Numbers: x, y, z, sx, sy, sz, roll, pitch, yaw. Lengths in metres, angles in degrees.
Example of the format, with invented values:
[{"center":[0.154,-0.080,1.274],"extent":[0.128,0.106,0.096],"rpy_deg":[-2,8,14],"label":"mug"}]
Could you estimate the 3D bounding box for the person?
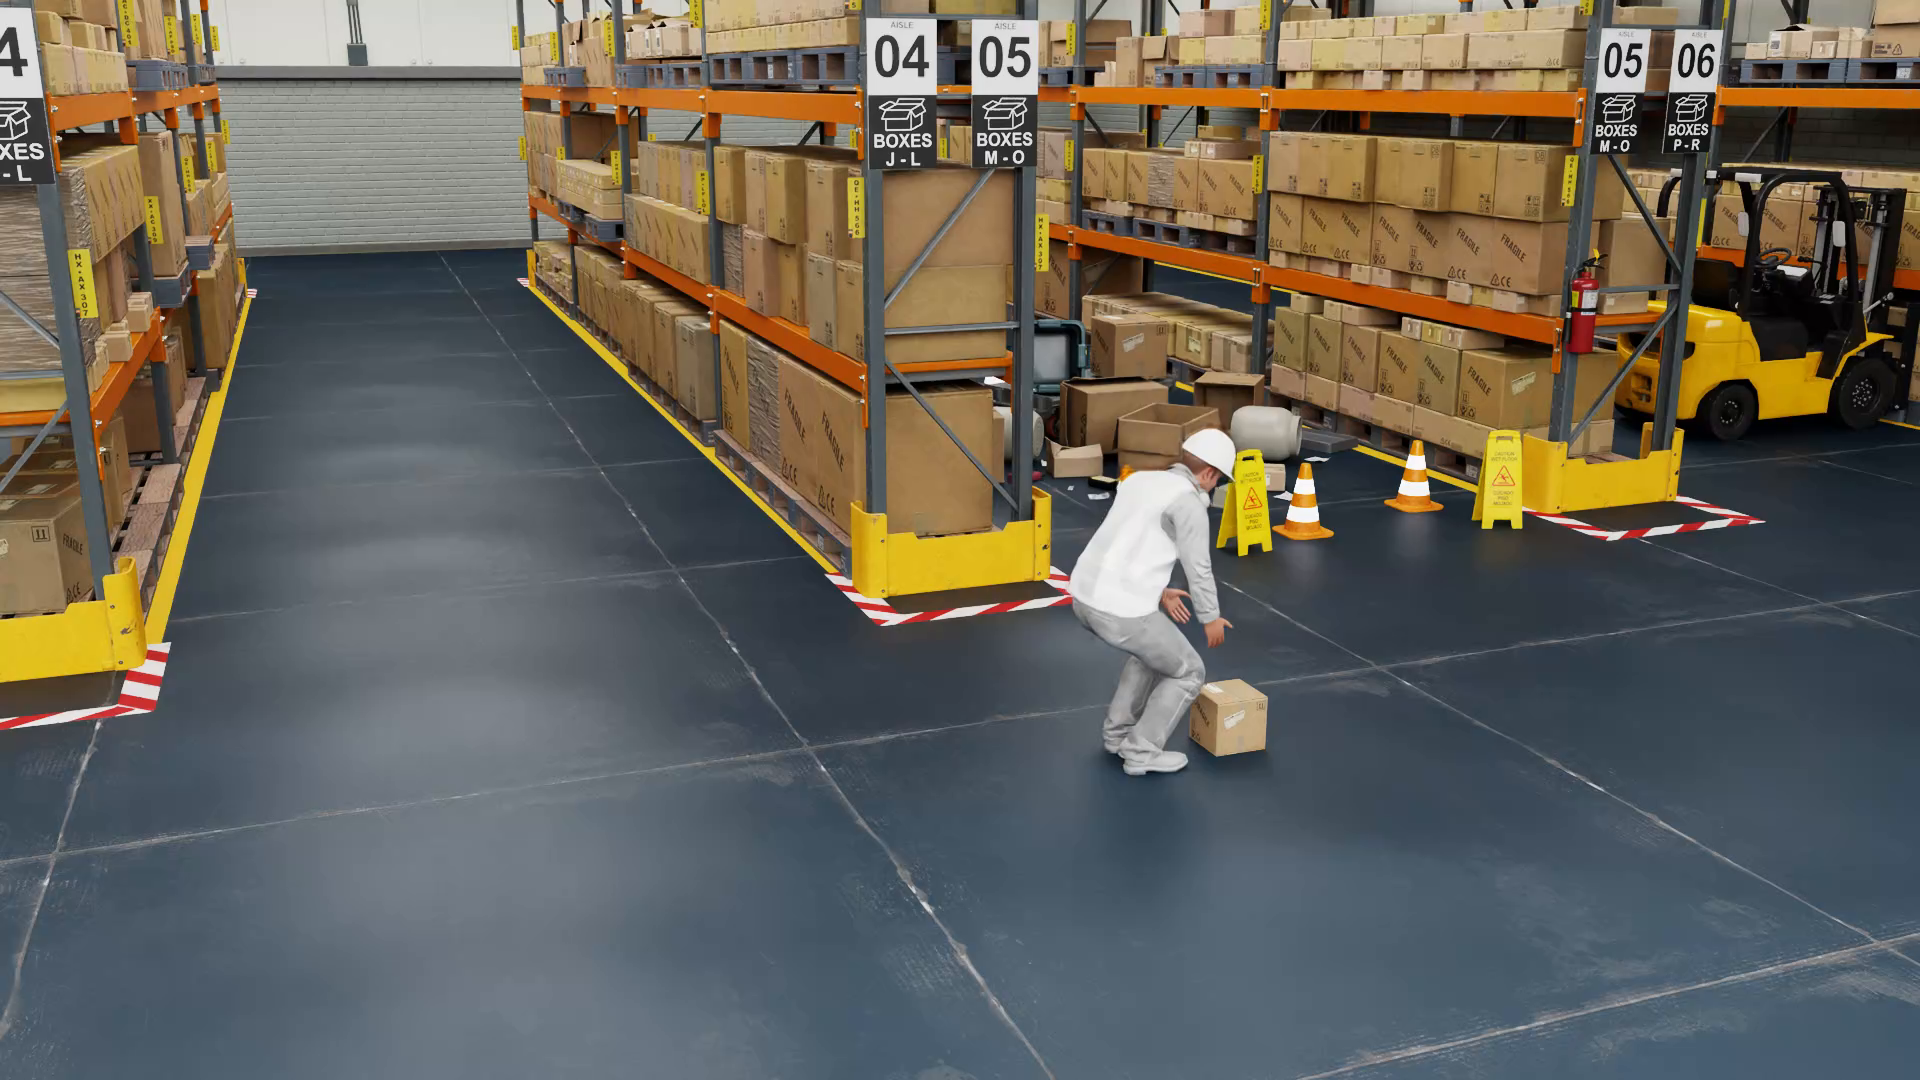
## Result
[{"center":[0.892,0.438,7.264],"extent":[0.891,1.046,0.552],"rpy_deg":[-6,17,-20],"label":"person"}]
